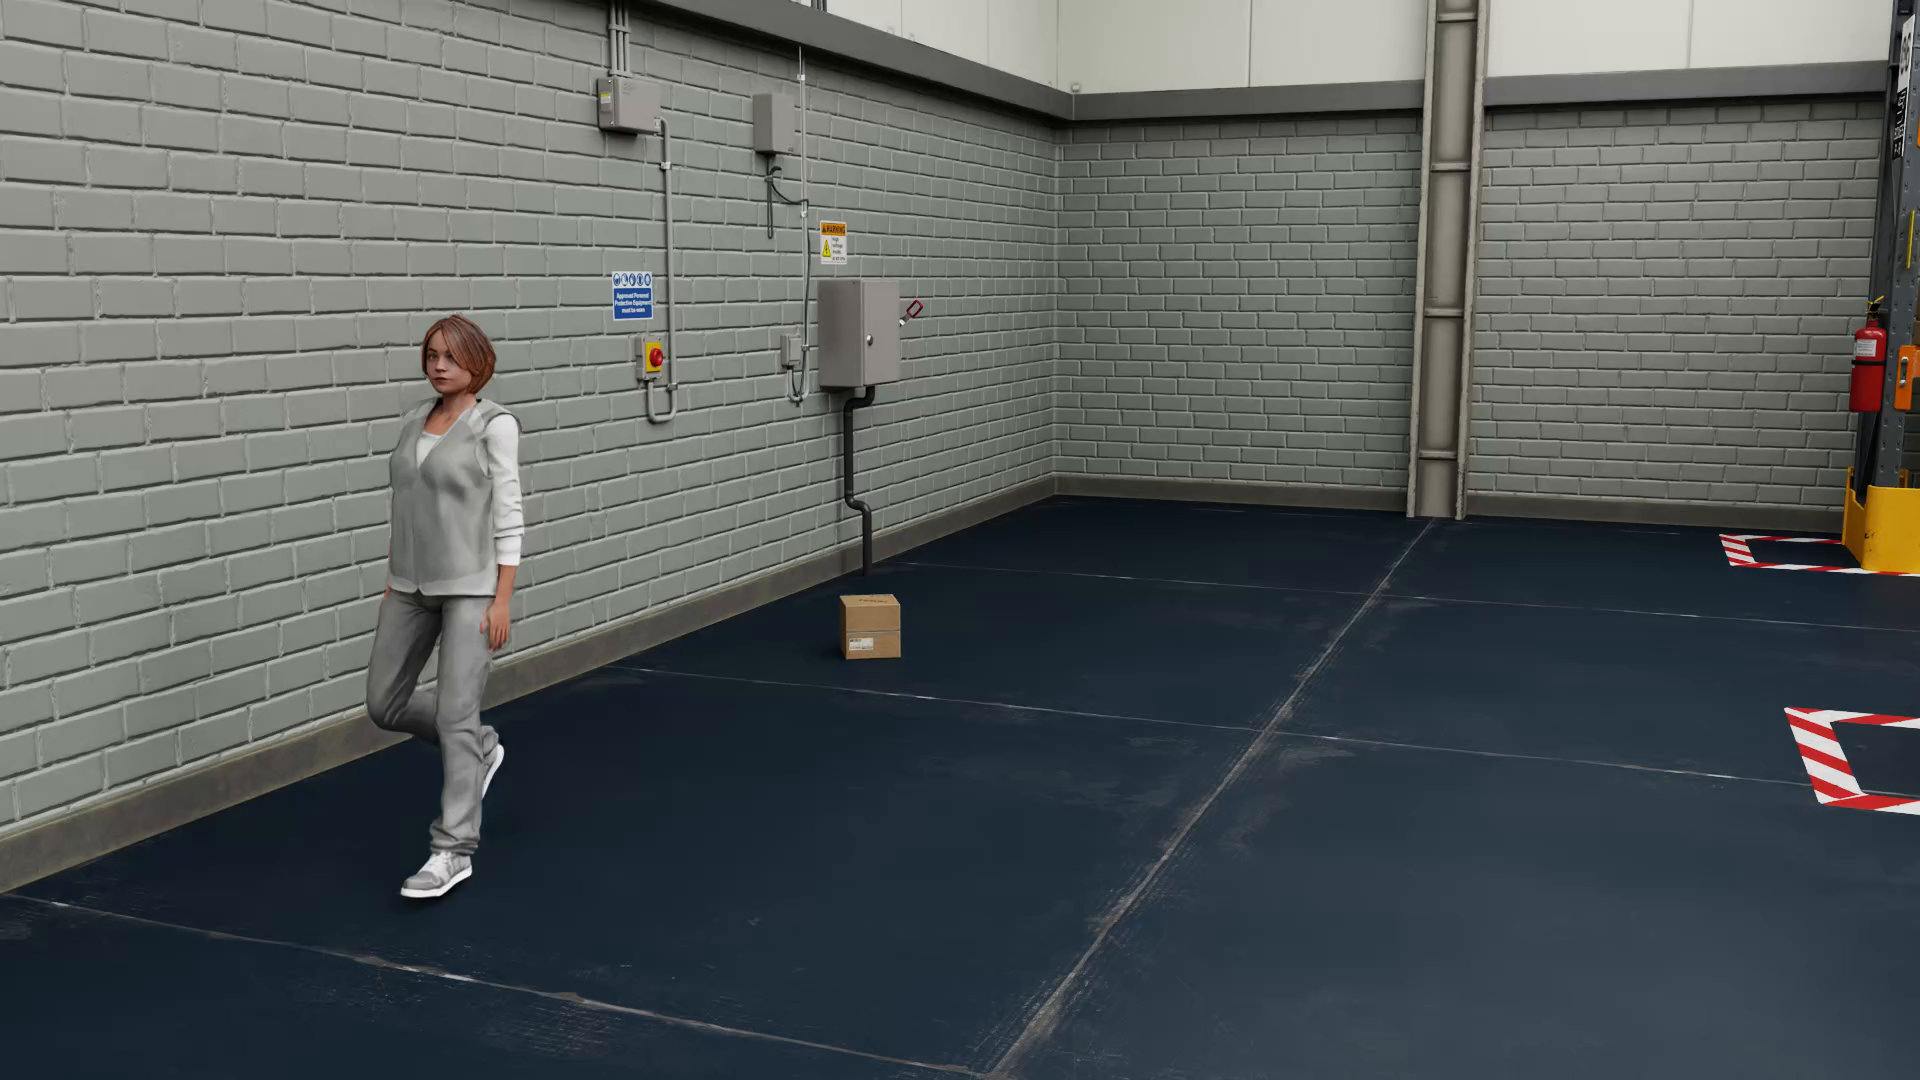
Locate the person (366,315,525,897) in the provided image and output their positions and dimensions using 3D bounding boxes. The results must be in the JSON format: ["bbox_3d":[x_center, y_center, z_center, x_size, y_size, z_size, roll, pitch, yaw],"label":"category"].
[{"bbox_3d":[-1.457,0.165,4.723,0.447,1.584,0.629,4,10,23],"label":"person"}]
